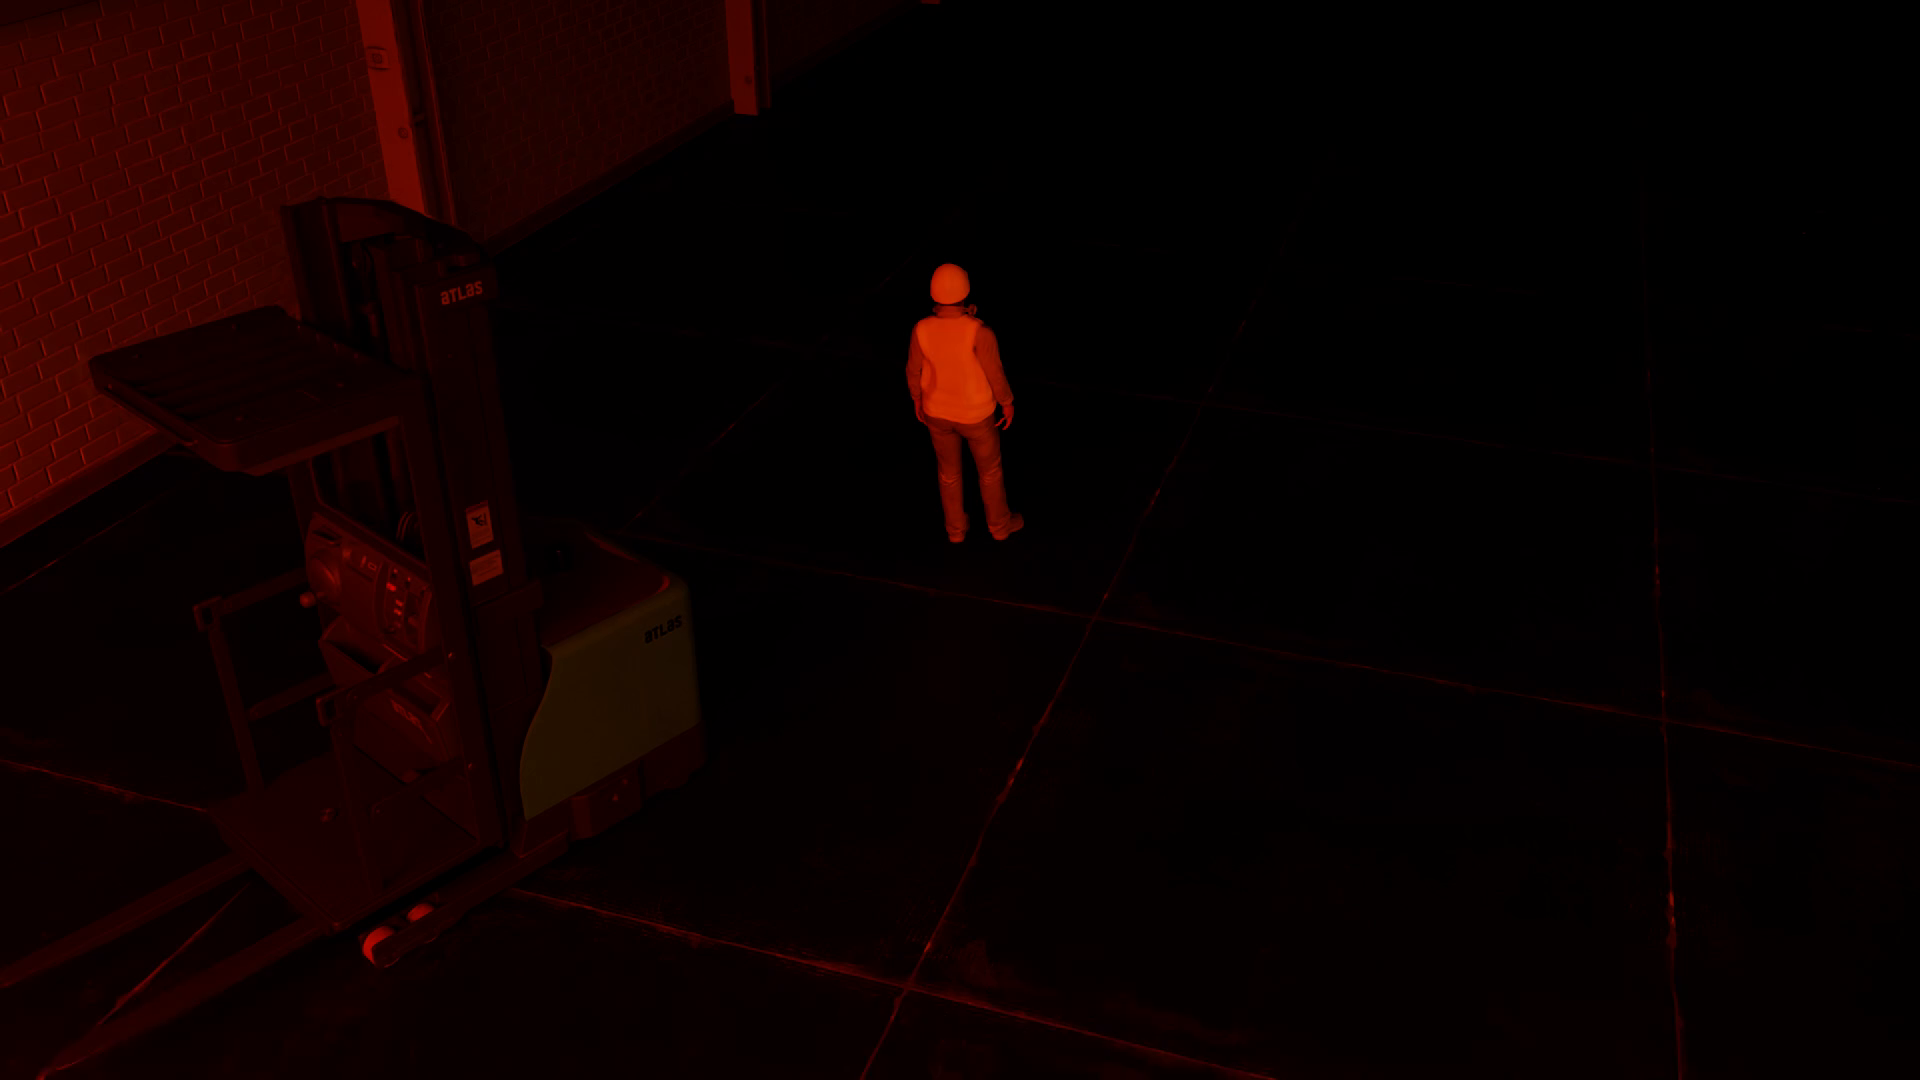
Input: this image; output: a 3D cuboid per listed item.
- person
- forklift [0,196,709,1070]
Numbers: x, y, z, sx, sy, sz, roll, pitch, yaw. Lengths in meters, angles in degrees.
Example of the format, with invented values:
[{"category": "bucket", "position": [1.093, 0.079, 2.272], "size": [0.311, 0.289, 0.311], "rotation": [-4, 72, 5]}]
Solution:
[{"category": "person", "position": [0.028, -0.805, 9.702], "size": [0.632, 1.773, 0.568], "rotation": [10, 31, 16]}, {"category": "forklift", "position": [-2.585, 0.227, 6.738], "size": [1.130, 2.935, 3.031], "rotation": [24, 38, 36]}]
